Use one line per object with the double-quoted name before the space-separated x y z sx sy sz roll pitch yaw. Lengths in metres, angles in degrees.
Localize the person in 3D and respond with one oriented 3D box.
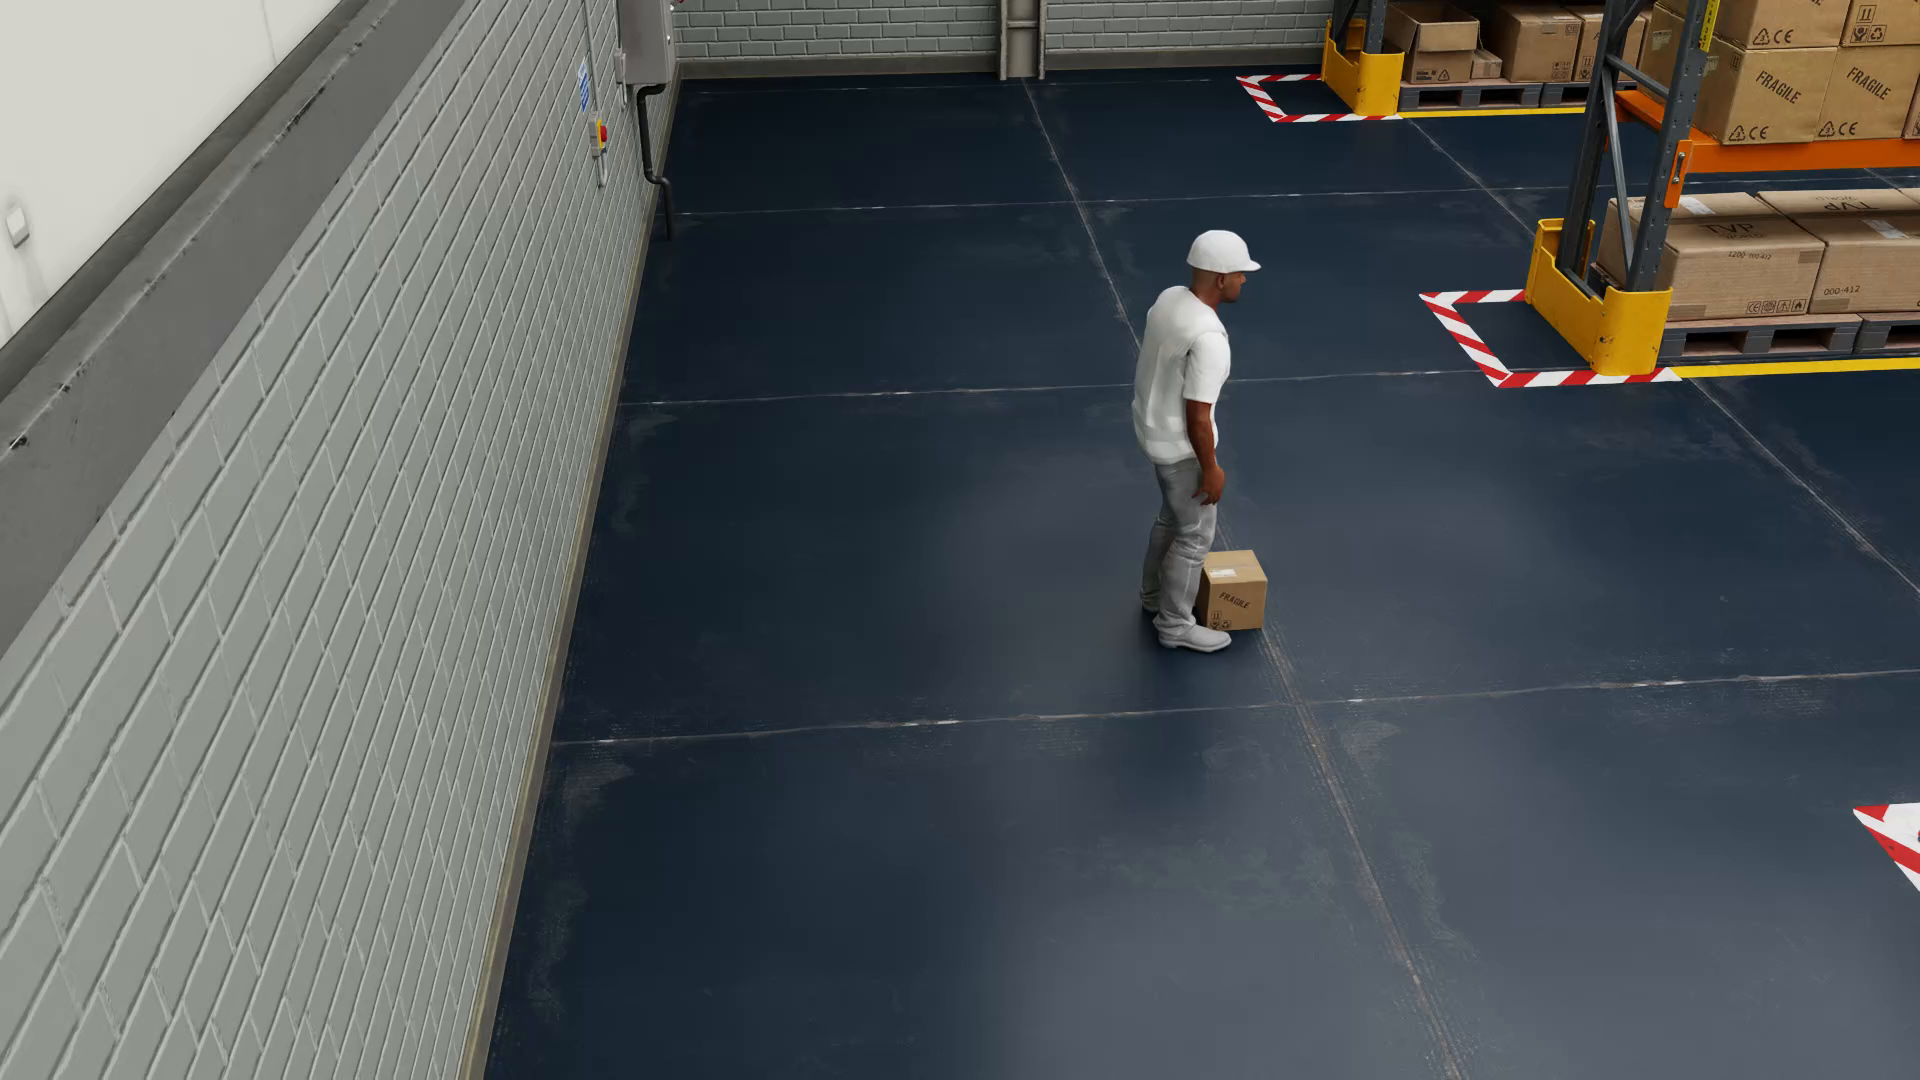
"person" 0.942 -0.413 6.806 0.461 1.759 0.629 -4 31 -7
